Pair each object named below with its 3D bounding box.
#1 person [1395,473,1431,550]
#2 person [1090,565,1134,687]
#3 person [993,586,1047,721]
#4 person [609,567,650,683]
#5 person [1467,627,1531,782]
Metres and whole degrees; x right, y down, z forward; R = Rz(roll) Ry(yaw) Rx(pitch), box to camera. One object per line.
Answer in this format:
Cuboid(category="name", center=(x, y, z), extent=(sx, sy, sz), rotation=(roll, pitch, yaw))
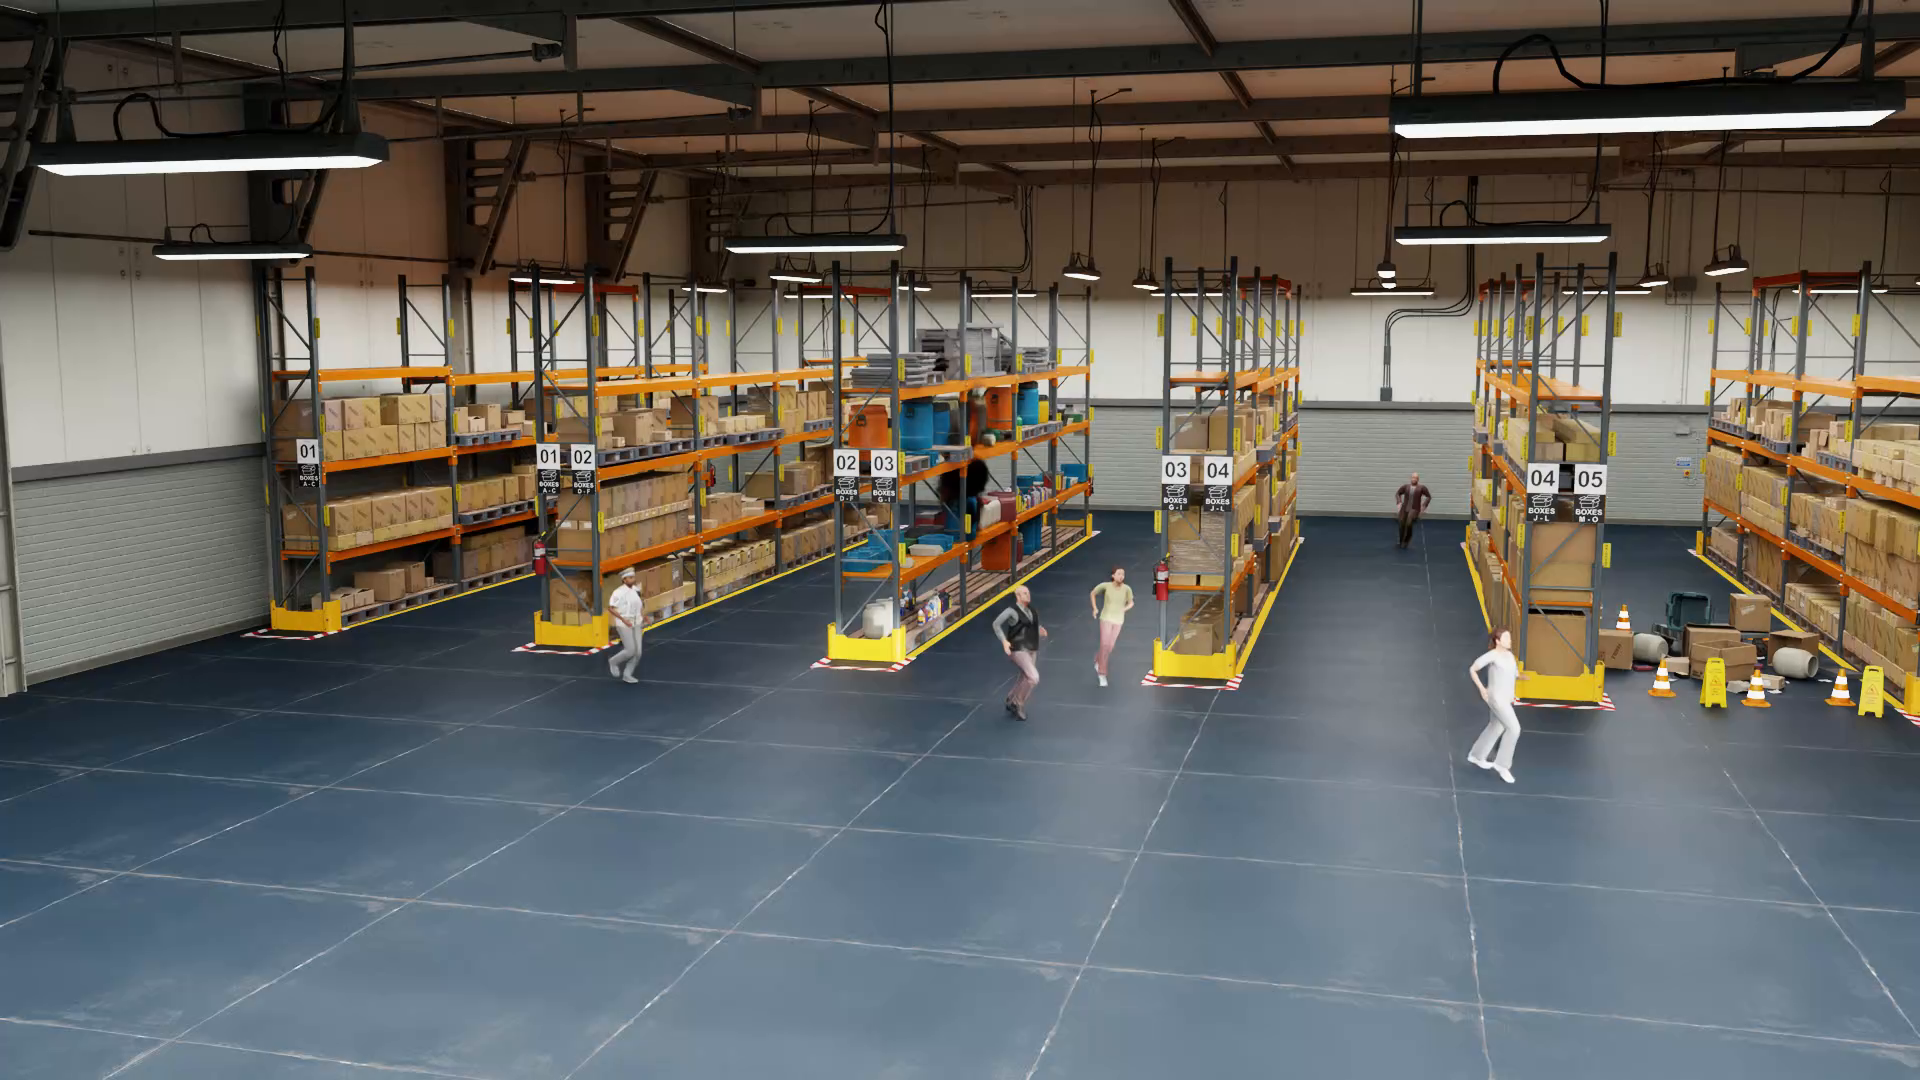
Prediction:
Cuboid(category="person", center=(10.269, -0.648, 37.855), extent=(0.775, 1.756, 0.660), rotation=(4, 8, 31))
Cuboid(category="person", center=(2.187, 1.179, 23.783), extent=(0.602, 1.662, 0.932), rotation=(-1, 7, -10))
Cuboid(category="person", center=(0.824, 1.452, 21.361), extent=(0.703, 1.726, 0.630), rotation=(6, 9, 40))
Cuboid(category="person", center=(-4.702, 1.199, 23.578), extent=(0.549, 1.654, 0.556), rotation=(5, 9, 33))
Cuboid(category="person", center=(6.026, 1.824, 18.610), extent=(0.738, 1.721, 0.531), rotation=(7, 10, 44))
